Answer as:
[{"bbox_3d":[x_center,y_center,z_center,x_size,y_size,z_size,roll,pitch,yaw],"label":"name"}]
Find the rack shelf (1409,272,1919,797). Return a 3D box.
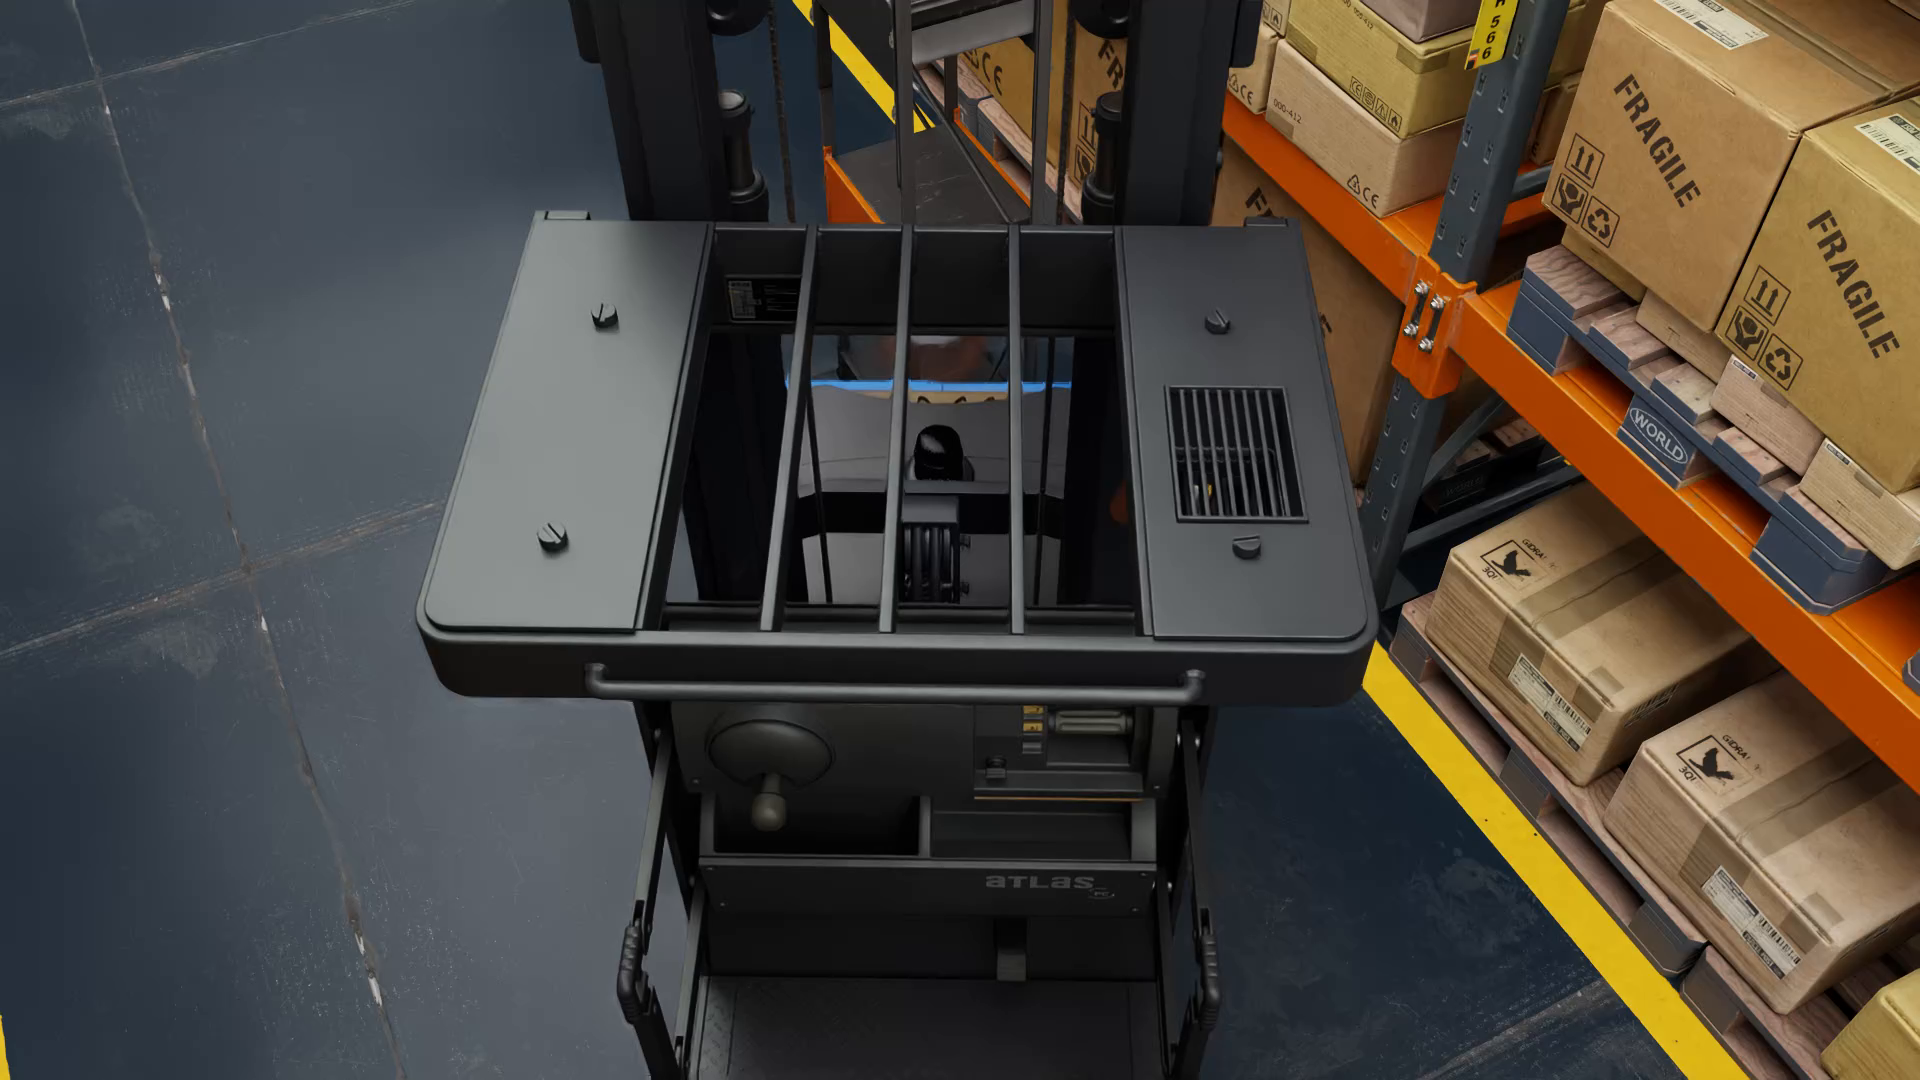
[{"bbox_3d":[2.541,0.625,3.188,1.077,0.370,4.000,-21,52,-18],"label":"rack shelf"}]

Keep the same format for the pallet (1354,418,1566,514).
[{"bbox_3d":[1.332,-0.586,5.622,1.003,0.211,1.213,-21,52,-18],"label":"pallet"}]

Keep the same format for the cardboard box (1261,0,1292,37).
[{"bbox_3d":[0.941,-1.644,4.463,0.500,0.250,0.500,-22,53,-18],"label":"cardboard box"}]

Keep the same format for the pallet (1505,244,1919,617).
[{"bbox_3d":[2.047,-0.447,3.775,1.213,0.211,1.003,-21,52,-18],"label":"pallet"}]

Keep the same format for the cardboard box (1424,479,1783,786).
[{"bbox_3d":[1.876,0.158,4.586,0.950,0.372,0.625,-24,53,-20],"label":"cardboard box"}]

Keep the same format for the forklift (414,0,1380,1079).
[{"bbox_3d":[-0.066,0.446,2.913,1.130,2.935,3.031,1,49,1],"label":"forklift"}]

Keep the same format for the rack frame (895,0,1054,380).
[{"bbox_3d":[0.036,-0.639,4.414,0.400,2.100,0.015,-21,52,-18],"label":"rack frame"}]

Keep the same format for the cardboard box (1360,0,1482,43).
[{"bbox_3d":[1.157,-1.568,3.898,0.500,0.500,0.500,-22,53,-18],"label":"cardboard box"}]

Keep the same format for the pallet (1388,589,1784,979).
[{"bbox_3d":[1.982,0.491,4.680,1.003,0.211,1.213,-21,52,-18],"label":"pallet"}]

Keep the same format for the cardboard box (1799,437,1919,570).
[{"bbox_3d":[1.901,-0.133,3.262,0.380,0.149,0.250,-21,52,-17],"label":"cardboard box"}]

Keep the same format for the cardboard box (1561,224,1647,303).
[{"bbox_3d":[1.610,-0.724,3.778,0.380,0.149,0.250,-24,53,-20],"label":"cardboard box"}]

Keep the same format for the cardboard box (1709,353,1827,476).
[{"bbox_3d":[1.793,-0.324,3.429,0.380,0.149,0.250,-24,53,-20],"label":"cardboard box"}]

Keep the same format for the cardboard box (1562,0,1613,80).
[{"bbox_3d":[1.614,-1.490,4.328,0.500,0.250,0.500,-22,52,-18],"label":"cardboard box"}]

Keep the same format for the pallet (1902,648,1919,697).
[{"bbox_3d":[2.568,0.424,3.014,1.003,0.211,1.213,-21,52,-18],"label":"pallet"}]

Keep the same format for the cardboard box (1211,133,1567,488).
[{"bbox_3d":[1.384,-0.880,5.159,0.875,0.875,0.875,-22,52,-18],"label":"cardboard box"}]

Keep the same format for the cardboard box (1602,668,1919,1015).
[{"bbox_3d":[2.221,0.649,4.156,0.950,0.372,0.625,-22,52,-18],"label":"cardboard box"}]

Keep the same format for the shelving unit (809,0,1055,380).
[{"bbox_3d":[-0.076,-0.802,4.557,0.431,2.100,0.503,-21,52,-18],"label":"shelving unit"}]

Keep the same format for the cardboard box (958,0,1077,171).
[{"bbox_3d":[0.571,-2.077,6.206,0.875,0.875,0.875,-20,52,-16],"label":"cardboard box"}]

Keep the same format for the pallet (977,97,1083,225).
[{"bbox_3d":[0.778,-1.401,6.335,1.003,0.211,1.213,-21,52,-18],"label":"pallet"}]

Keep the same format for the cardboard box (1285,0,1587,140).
[{"bbox_3d":[1.179,-1.302,4.164,0.500,0.250,0.500,-21,52,-18],"label":"cardboard box"}]

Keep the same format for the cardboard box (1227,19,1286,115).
[{"bbox_3d":[0.916,-1.486,4.657,0.500,0.250,0.500,-20,52,-17],"label":"cardboard box"}]

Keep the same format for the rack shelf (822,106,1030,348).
[{"bbox_3d":[-0.076,-0.793,4.567,0.431,0.518,0.480,-21,52,-18],"label":"rack shelf"}]

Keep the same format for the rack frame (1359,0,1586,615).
[{"bbox_3d":[1.626,-0.950,4.088,1.000,3.000,0.127,-21,52,-18],"label":"rack frame"}]

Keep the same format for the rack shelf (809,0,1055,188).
[{"bbox_3d":[-0.076,-1.254,4.040,0.431,0.518,0.480,-21,52,-18],"label":"rack shelf"}]

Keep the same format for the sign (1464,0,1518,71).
[{"bbox_3d":[1.134,-1.138,3.483,0.100,0.325,0.005,-21,52,-18],"label":"sign"}]

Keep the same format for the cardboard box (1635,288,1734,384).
[{"bbox_3d":[1.709,-0.523,3.603,0.380,0.149,0.250,-24,53,-20],"label":"cardboard box"}]

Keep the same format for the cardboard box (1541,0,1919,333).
[{"bbox_3d":[1.626,-0.838,3.447,0.500,0.500,0.500,-23,53,-19],"label":"cardboard box"}]

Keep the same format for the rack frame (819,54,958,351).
[{"bbox_3d":[-0.187,-0.965,4.699,0.400,2.100,0.015,-21,52,-18],"label":"rack frame"}]

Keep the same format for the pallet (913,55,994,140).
[{"bbox_3d":[0.216,-2.219,7.050,1.003,0.211,1.213,-21,52,-18],"label":"pallet"}]

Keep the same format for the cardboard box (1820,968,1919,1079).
[{"bbox_3d":[2.563,1.159,3.710,0.950,0.372,0.625,-20,52,-16],"label":"cardboard box"}]

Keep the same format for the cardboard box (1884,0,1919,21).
[{"bbox_3d":[2.081,-1.011,3.598,0.500,0.500,0.500,-23,53,-19],"label":"cardboard box"}]

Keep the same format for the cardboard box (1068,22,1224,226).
[{"bbox_3d":[0.980,-1.478,5.683,0.875,0.875,0.875,-21,52,-17],"label":"cardboard box"}]

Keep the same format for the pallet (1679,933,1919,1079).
[{"bbox_3d":[2.537,1.307,3.967,1.003,0.211,1.213,-21,52,-18],"label":"pallet"}]

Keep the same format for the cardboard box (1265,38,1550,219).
[{"bbox_3d":[1.164,-1.150,4.363,0.500,0.250,0.500,-23,53,-19],"label":"cardboard box"}]

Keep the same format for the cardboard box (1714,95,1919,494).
[{"bbox_3d":[1.871,-0.492,3.145,0.500,0.500,0.500,-19,51,-16],"label":"cardboard box"}]

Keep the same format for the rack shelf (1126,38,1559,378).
[{"bbox_3d":[0.711,-2.052,5.530,1.077,0.370,4.000,-21,52,-18],"label":"rack shelf"}]

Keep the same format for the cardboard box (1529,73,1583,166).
[{"bbox_3d":[1.626,-1.315,4.507,0.500,0.250,0.500,-22,52,-18],"label":"cardboard box"}]

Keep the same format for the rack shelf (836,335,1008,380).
[{"bbox_3d":[-0.076,-0.332,5.094,0.431,0.518,0.480,-21,52,-18],"label":"rack shelf"}]
